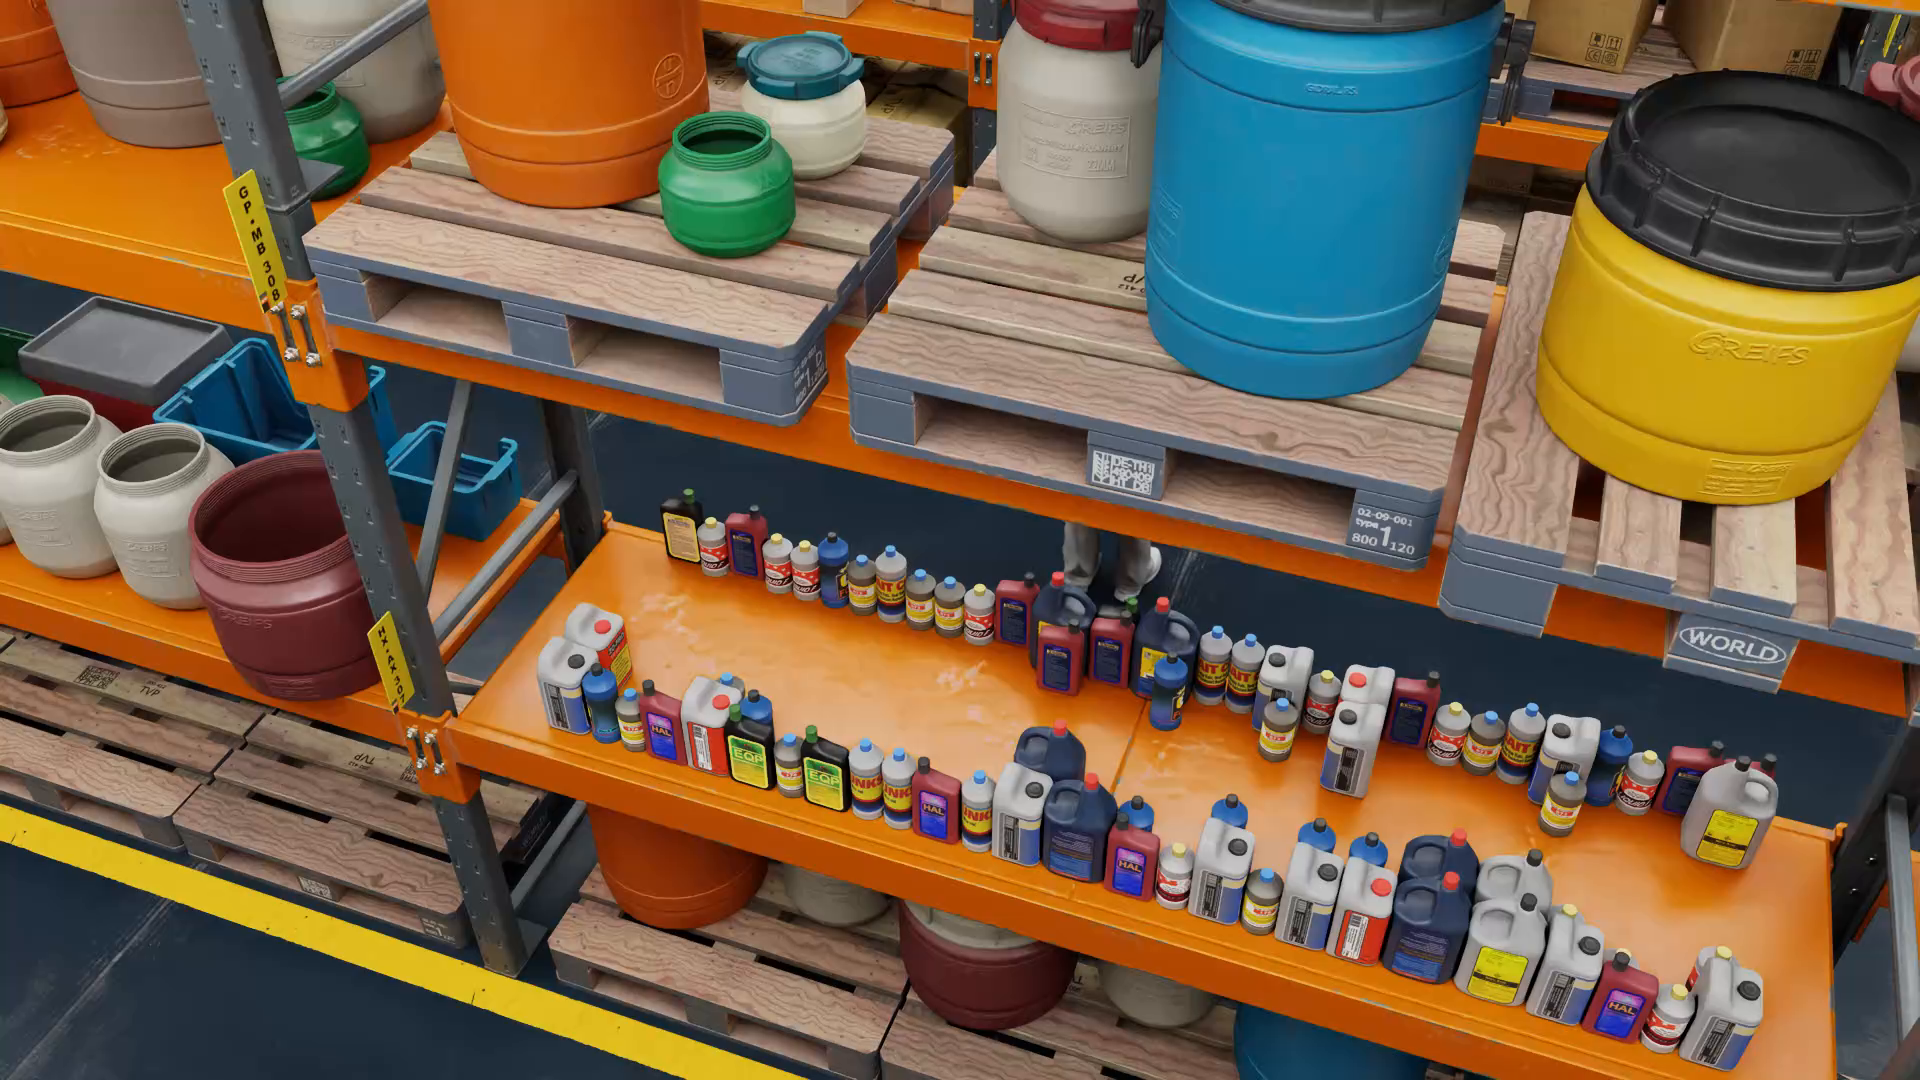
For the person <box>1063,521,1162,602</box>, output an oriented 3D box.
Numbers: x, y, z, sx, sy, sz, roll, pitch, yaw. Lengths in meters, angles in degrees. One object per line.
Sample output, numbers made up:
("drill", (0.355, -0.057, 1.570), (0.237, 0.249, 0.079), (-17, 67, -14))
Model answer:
("person", (0.661, -0.483, 6.715), (0.636, 1.797, 0.509), (17, 44, 19))
